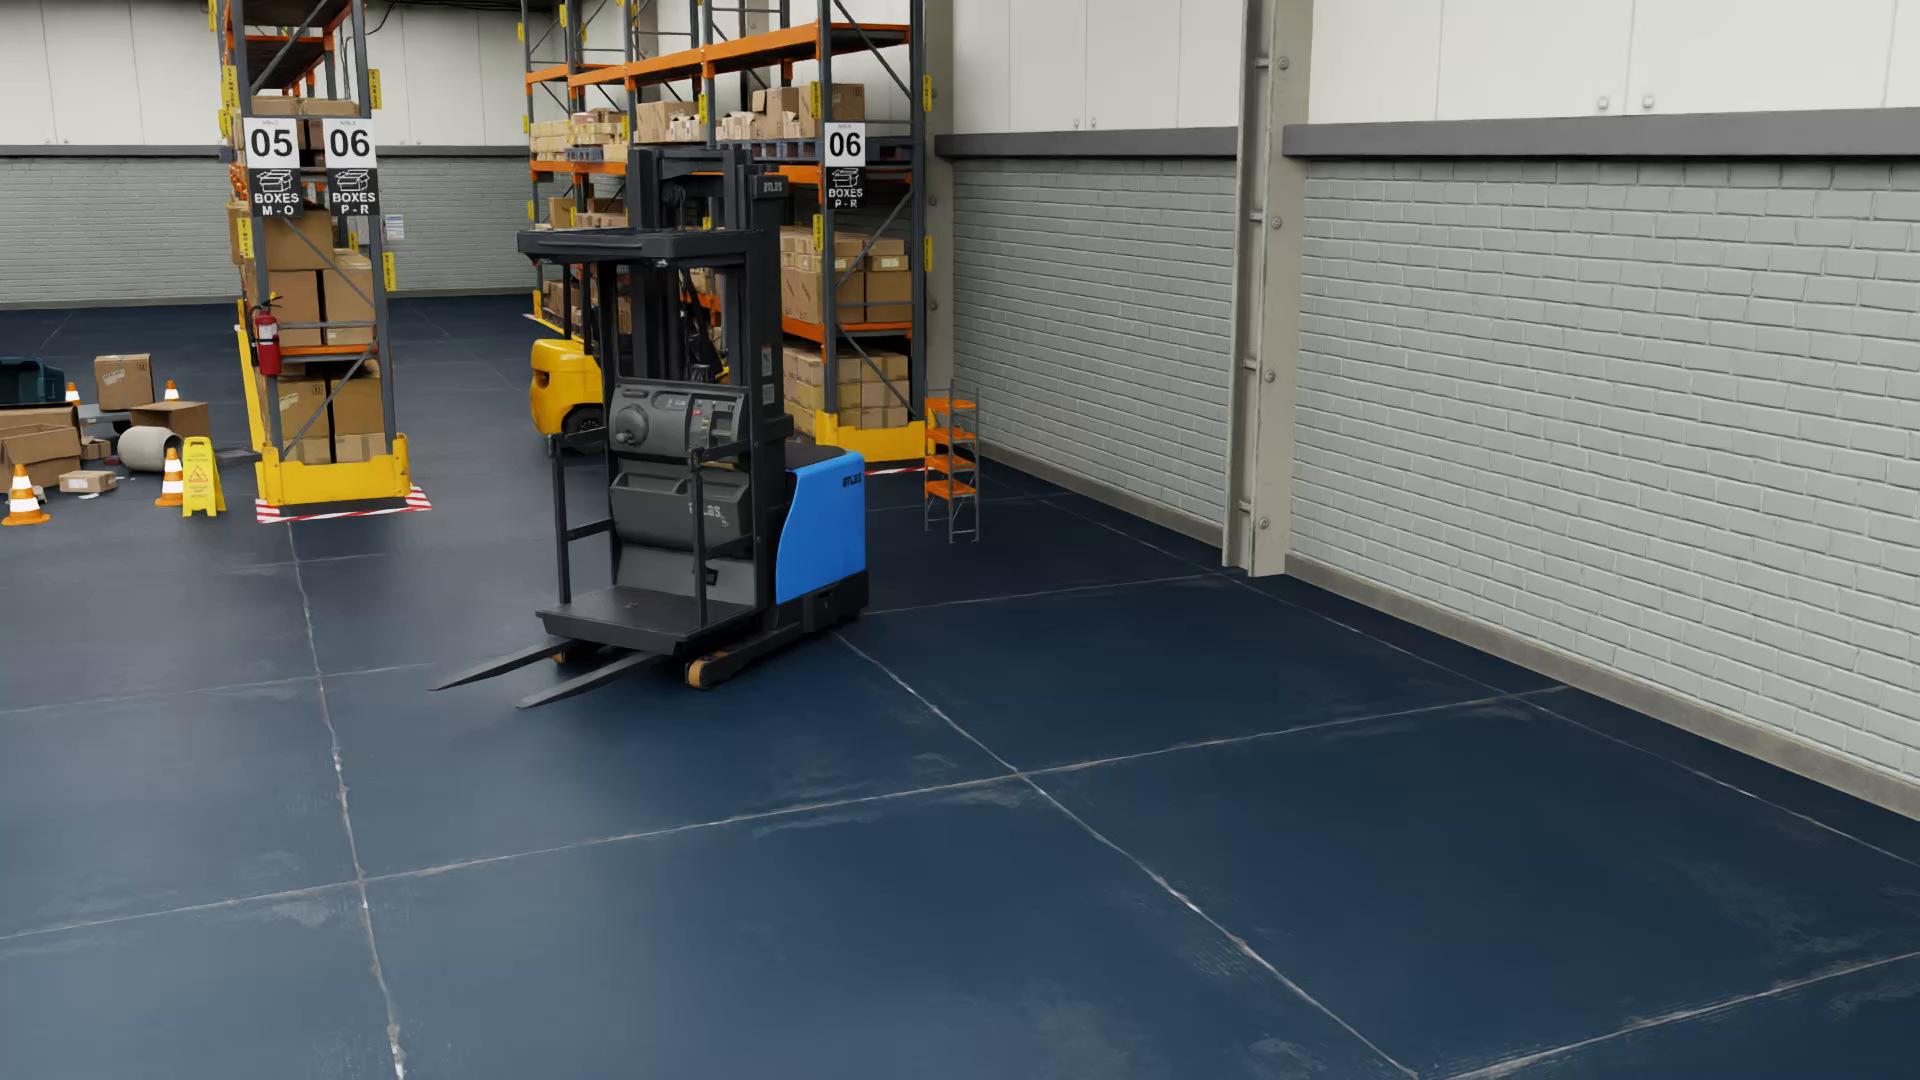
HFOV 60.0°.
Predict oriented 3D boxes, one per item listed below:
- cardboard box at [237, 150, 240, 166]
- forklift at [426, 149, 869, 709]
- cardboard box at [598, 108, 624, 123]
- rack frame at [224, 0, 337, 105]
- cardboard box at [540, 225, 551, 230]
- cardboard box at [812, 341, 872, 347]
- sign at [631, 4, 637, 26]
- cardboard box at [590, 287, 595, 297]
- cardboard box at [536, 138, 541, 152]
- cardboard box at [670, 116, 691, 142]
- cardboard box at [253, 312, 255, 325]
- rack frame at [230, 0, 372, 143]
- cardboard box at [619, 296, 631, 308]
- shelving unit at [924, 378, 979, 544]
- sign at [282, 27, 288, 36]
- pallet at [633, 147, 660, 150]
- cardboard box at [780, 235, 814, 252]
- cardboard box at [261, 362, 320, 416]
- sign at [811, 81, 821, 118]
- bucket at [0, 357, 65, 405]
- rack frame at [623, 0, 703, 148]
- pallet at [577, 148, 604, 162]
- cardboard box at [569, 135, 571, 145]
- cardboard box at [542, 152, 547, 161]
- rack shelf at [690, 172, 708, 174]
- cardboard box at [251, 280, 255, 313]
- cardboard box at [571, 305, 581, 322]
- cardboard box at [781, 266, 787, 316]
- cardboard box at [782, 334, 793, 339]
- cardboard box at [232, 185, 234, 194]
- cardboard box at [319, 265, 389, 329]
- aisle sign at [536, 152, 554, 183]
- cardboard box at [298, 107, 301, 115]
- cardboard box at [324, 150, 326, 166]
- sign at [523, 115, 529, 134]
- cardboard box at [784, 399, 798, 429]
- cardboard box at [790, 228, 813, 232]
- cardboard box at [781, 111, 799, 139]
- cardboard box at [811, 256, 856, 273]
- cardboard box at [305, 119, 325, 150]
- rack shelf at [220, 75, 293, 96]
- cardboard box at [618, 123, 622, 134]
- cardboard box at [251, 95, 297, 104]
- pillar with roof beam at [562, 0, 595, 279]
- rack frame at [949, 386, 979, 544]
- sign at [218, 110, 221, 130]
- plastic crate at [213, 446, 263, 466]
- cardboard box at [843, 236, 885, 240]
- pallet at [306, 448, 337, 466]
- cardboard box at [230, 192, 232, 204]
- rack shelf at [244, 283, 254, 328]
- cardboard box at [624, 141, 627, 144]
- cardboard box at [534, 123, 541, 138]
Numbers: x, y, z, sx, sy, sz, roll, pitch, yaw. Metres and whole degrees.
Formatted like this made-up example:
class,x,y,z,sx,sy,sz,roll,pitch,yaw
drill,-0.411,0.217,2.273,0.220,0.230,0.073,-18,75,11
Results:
class,x,y,z,sx,sy,sz,roll,pitch,yaw
cardboard box,-6.641,-3.623,15.778,0.380,0.149,0.250,-6,14,-24
forklift,-1.740,-0.709,9.435,1.130,2.935,3.031,7,15,28
cardboard box,-5.450,-6.629,26.033,0.396,0.266,0.258,-6,14,-24
rack frame,-6.978,-5.568,16.970,1.000,3.000,0.127,-6,14,-23
cardboard box,-7.101,-5.423,29.322,0.500,0.250,0.500,-5,14,-22
cardboard box,-1.242,-1.944,17.564,0.500,0.250,0.500,-6,14,-23
sign,-5.130,-8.253,26.150,0.100,0.325,0.005,-6,14,-23
cardboard box,-5.736,-3.952,26.466,0.380,0.149,0.250,-5,14,-20
cardboard box,-7.088,-6.887,28.996,0.500,0.250,0.500,-5,14,-22
cardboard box,-3.252,-5.052,20.436,0.500,0.311,0.500,-6,14,-25
cardboard box,-6.642,-2.164,16.123,0.380,0.149,0.250,-6,14,-23
rack frame,-5.375,-4.741,13.399,1.000,3.000,0.127,-6,14,-23
cardboard box,-4.831,-3.525,24.621,0.380,0.149,0.250,-6,14,-24
shelving unit,-0.066,-0.619,12.882,0.258,1.200,0.503,-6,14,-23
sign,-11.282,-8.587,27.767,0.100,0.325,0.005,-6,14,-23
pallet,-3.680,-5.158,22.270,1.213,0.211,1.003,-5,14,-20
cardboard box,-1.660,-3.034,17.007,0.380,0.149,0.250,-5,14,-22
cardboard box,-6.343,-1.403,15.785,0.500,0.500,0.500,-6,14,-24
sign,-1.332,-4.076,15.388,0.100,0.325,0.005,-6,14,-23
bucket,-9.306,-1.503,16.600,0.726,0.611,0.620,-1,3,-4
rack frame,-4.033,-6.843,22.481,1.000,3.000,0.127,-6,14,-23
pallet,-5.020,-5.762,24.877,1.213,0.211,1.003,-6,14,-23
cardboard box,-5.880,-6.242,25.938,0.380,0.149,0.250,-5,14,-22
cardboard box,-6.990,-6.605,28.661,0.380,0.149,0.250,-6,14,-23
rack shelf,-3.232,-4.618,21.115,1.077,0.370,4.000,-6,14,-23
cardboard box,-6.239,-2.307,15.305,0.500,0.500,0.500,-6,14,-23
cardboard box,-6.271,-3.782,27.691,0.396,0.266,0.258,-5,14,-21
cardboard box,-1.671,-2.608,17.266,0.500,0.500,0.500,-6,14,-24
cardboard box,-2.119,-2.110,18.283,0.500,0.250,0.500,-5,14,-21
cardboard box,-11.313,-5.554,26.336,0.380,0.149,0.250,-6,14,-24
cardboard box,-5.311,-2.135,14.562,0.500,0.500,0.500,-6,14,-24
aisle sign,-7.534,-6.828,29.952,0.394,0.787,0.004,-6,14,-23
cardboard box,-6.219,-4.113,16.125,0.380,0.149,0.250,-6,14,-24
cardboard box,-5.211,-3.256,14.189,0.380,0.149,0.250,-6,14,-23
sign,-7.735,-7.412,29.650,0.100,0.325,0.005,-6,14,-23
cardboard box,-1.497,-1.305,17.023,0.500,0.250,0.500,-6,14,-23
cardboard box,-1.688,-3.410,18.632,0.380,0.149,0.250,-6,14,-24
cardboard box,-1.541,-4.113,16.482,0.396,0.266,0.258,-6,14,-23
cardboard box,-1.224,-2.679,16.132,0.380,0.149,0.250,-5,14,-22
cardboard box,-5.333,-3.480,14.274,0.500,0.250,0.500,-6,14,-24
rack shelf,-10.983,-7.089,26.023,1.077,0.370,4.000,-6,14,-23
cardboard box,-4.604,-5.807,23.443,0.380,0.149,0.250,-6,14,-25
cardboard box,-7.327,-4.590,17.689,0.500,0.250,0.500,-5,14,-22
pillar with roof beam,-11.437,-8.746,30.701,9.100,9.000,0.400,-6,14,-23
rack frame,0.031,-0.568,12.665,0.240,1.200,0.015,-6,14,-23
sign,-12.295,-7.001,27.702,0.100,0.325,0.005,-6,14,-23
plastic crate,-7.100,-0.824,16.254,0.402,0.080,0.583,-12,18,-42
cardboard box,-0.960,-2.977,16.758,0.380,0.149,0.250,-5,14,-22
pallet,-5.699,-0.647,15.197,1.003,0.211,1.213,-6,14,-23
cardboard box,-11.853,-5.535,27.695,0.500,0.500,0.500,-6,14,-24
rack shelf,-7.779,-2.708,19.513,1.077,0.370,4.000,-6,14,-23
cardboard box,-4.482,-5.610,23.253,0.380,0.149,0.250,-6,14,-24
cardboard box,-7.104,-7.129,28.932,0.500,0.250,0.500,-6,14,-23
